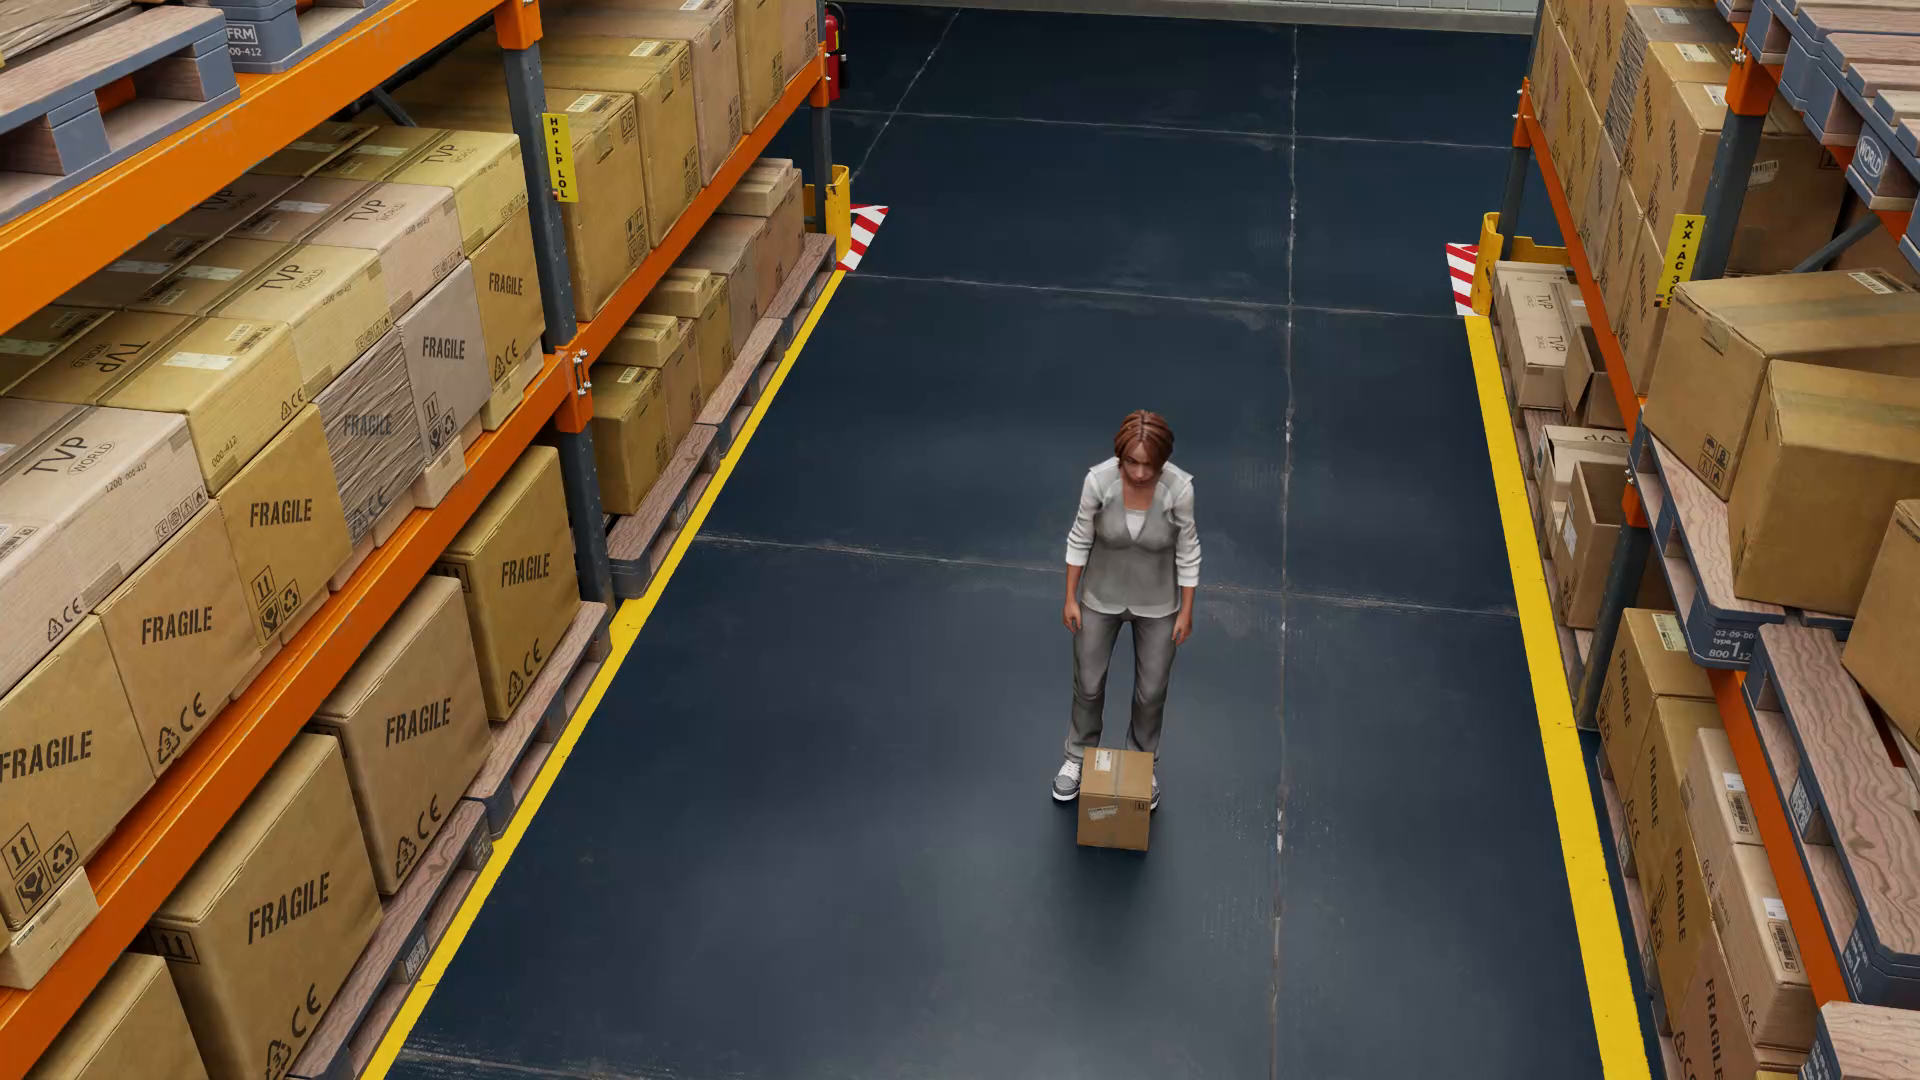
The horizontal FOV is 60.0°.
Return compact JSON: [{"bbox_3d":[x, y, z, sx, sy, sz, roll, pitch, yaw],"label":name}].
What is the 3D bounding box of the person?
[{"bbox_3d":[0.587,0.235,5.784,0.463,1.593,0.344,5,33,8],"label":"person"}]
